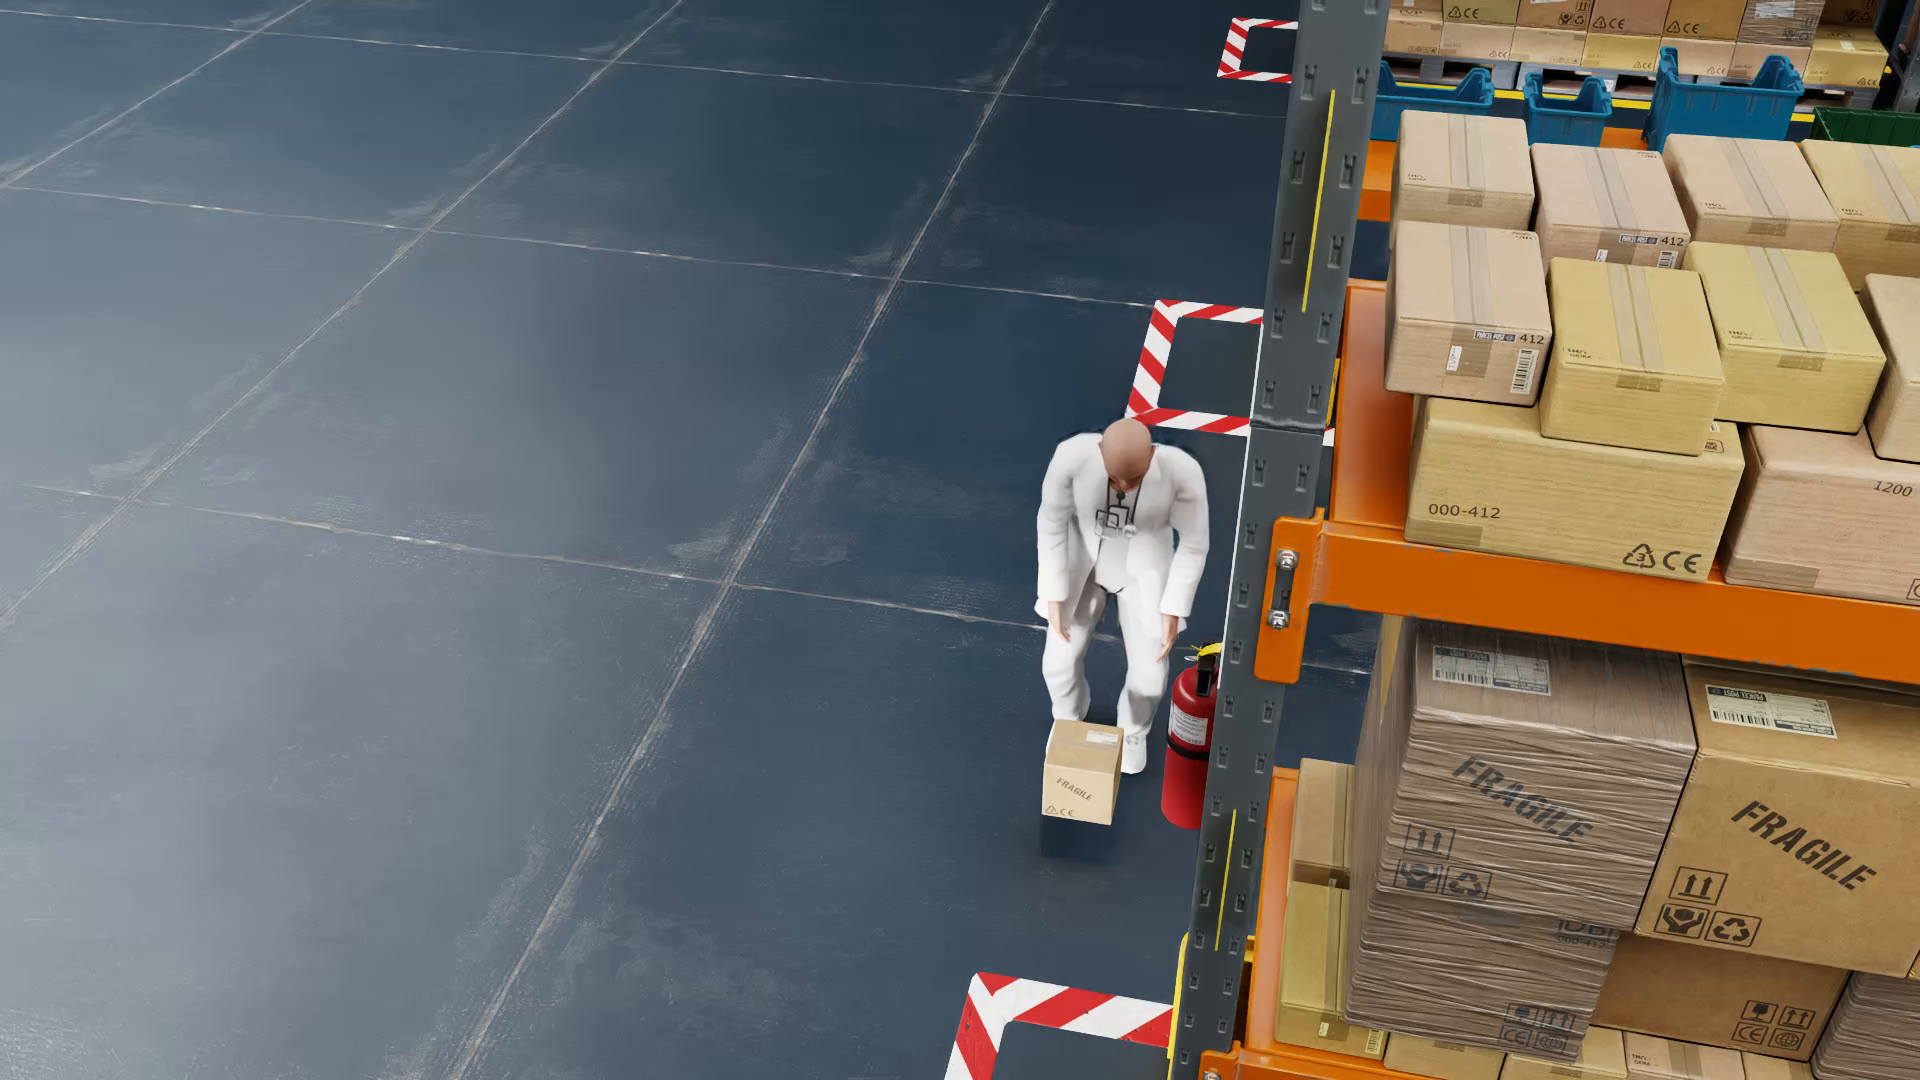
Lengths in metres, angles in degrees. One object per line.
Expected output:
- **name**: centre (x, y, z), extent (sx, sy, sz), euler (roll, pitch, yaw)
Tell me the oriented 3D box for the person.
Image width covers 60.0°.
- **person**: centre (0.585, 0.158, 6.092), extent (0.621, 1.612, 0.564), euler (8, 37, 11)
